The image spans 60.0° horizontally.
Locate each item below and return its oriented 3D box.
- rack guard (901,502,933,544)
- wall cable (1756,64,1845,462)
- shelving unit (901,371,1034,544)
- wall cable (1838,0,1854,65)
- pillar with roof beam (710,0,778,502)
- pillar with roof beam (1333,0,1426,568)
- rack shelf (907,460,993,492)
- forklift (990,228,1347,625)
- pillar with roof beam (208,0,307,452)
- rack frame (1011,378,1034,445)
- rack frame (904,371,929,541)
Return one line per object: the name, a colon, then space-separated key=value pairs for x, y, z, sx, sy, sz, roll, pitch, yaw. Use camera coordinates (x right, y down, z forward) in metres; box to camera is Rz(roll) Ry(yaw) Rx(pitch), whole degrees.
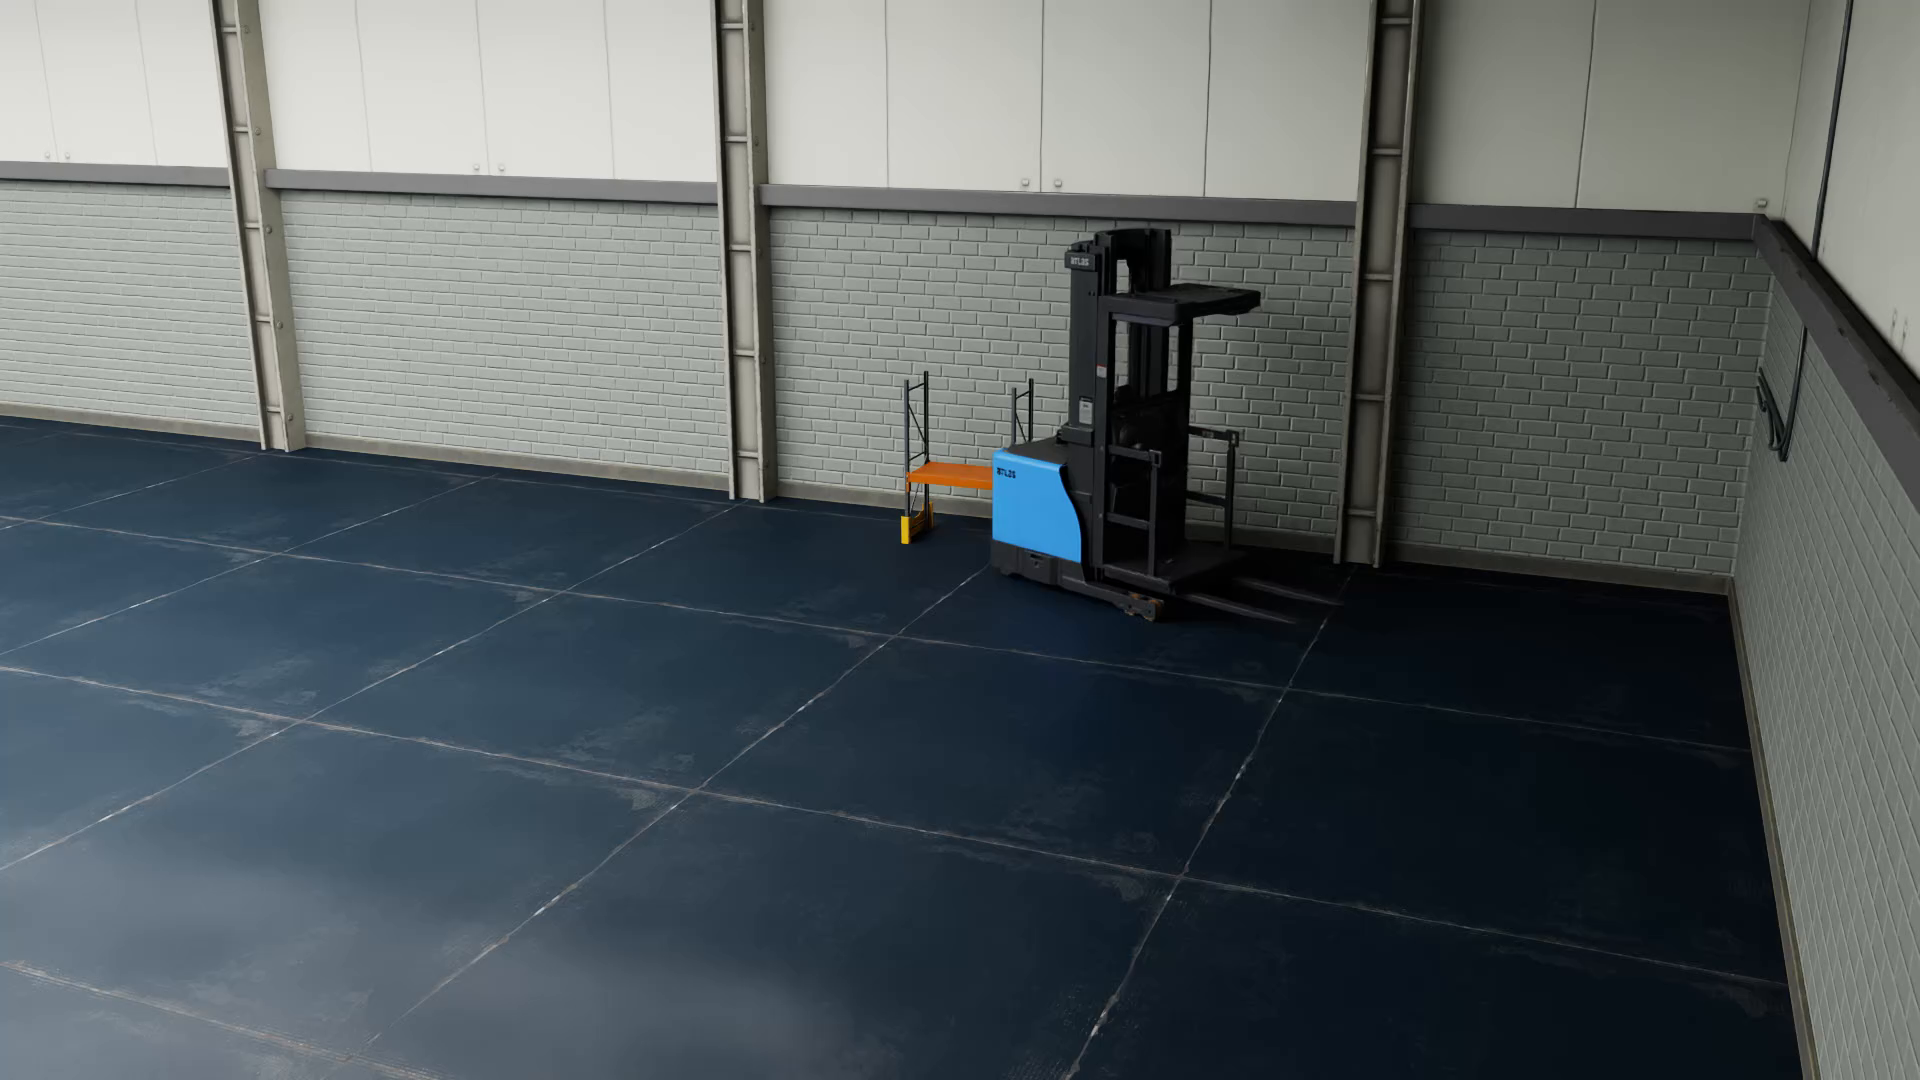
rack guard: x=-0.392 y=-0.163 z=15.364 sx=0.087 sy=0.250 sz=0.587 roll=6 pitch=17 yaw=21
wall cable: x=5.764 y=-2.005 z=11.585 sx=0.112 sy=2.526 sz=3.097 roll=6 pitch=17 yaw=21
shelving unit: x=0.071 y=-0.712 z=15.014 sx=1.083 sy=1.500 sz=0.587 roll=6 pitch=17 yaw=21
wall cable: x=4.771 y=-3.729 z=8.464 sx=0.112 sy=2.526 sz=3.097 roll=6 pitch=17 yaw=21
pillar with roof beam: x=-3.652 y=-3.638 z=11.640 sx=0.400 sy=9.000 sz=9.100 roll=6 pitch=17 yaw=21
pillar with roof beam: x=1.929 y=-3.024 z=9.526 sx=0.400 sy=9.000 sz=9.100 roll=6 pitch=17 yaw=21
rack shelf: x=0.079 y=-0.539 z=15.061 sx=1.000 sy=0.185 sz=0.538 roll=6 pitch=17 yaw=21
forklift: x=1.661 y=-0.936 z=13.216 sx=3.031 sy=2.935 sz=1.130 roll=15 pitch=22 yaw=42
pillar with roof beam: x=-9.234 y=-4.251 z=13.754 sx=0.400 sy=9.000 sz=9.100 roll=6 pitch=17 yaw=21
rack frame: x=0.552 y=-0.660 z=14.832 sx=0.032 sy=1.500 sz=0.500 roll=6 pitch=17 yaw=21
rack frame: x=-0.394 y=-0.764 z=15.190 sx=0.032 sy=1.500 sz=0.500 roll=6 pitch=17 yaw=21
